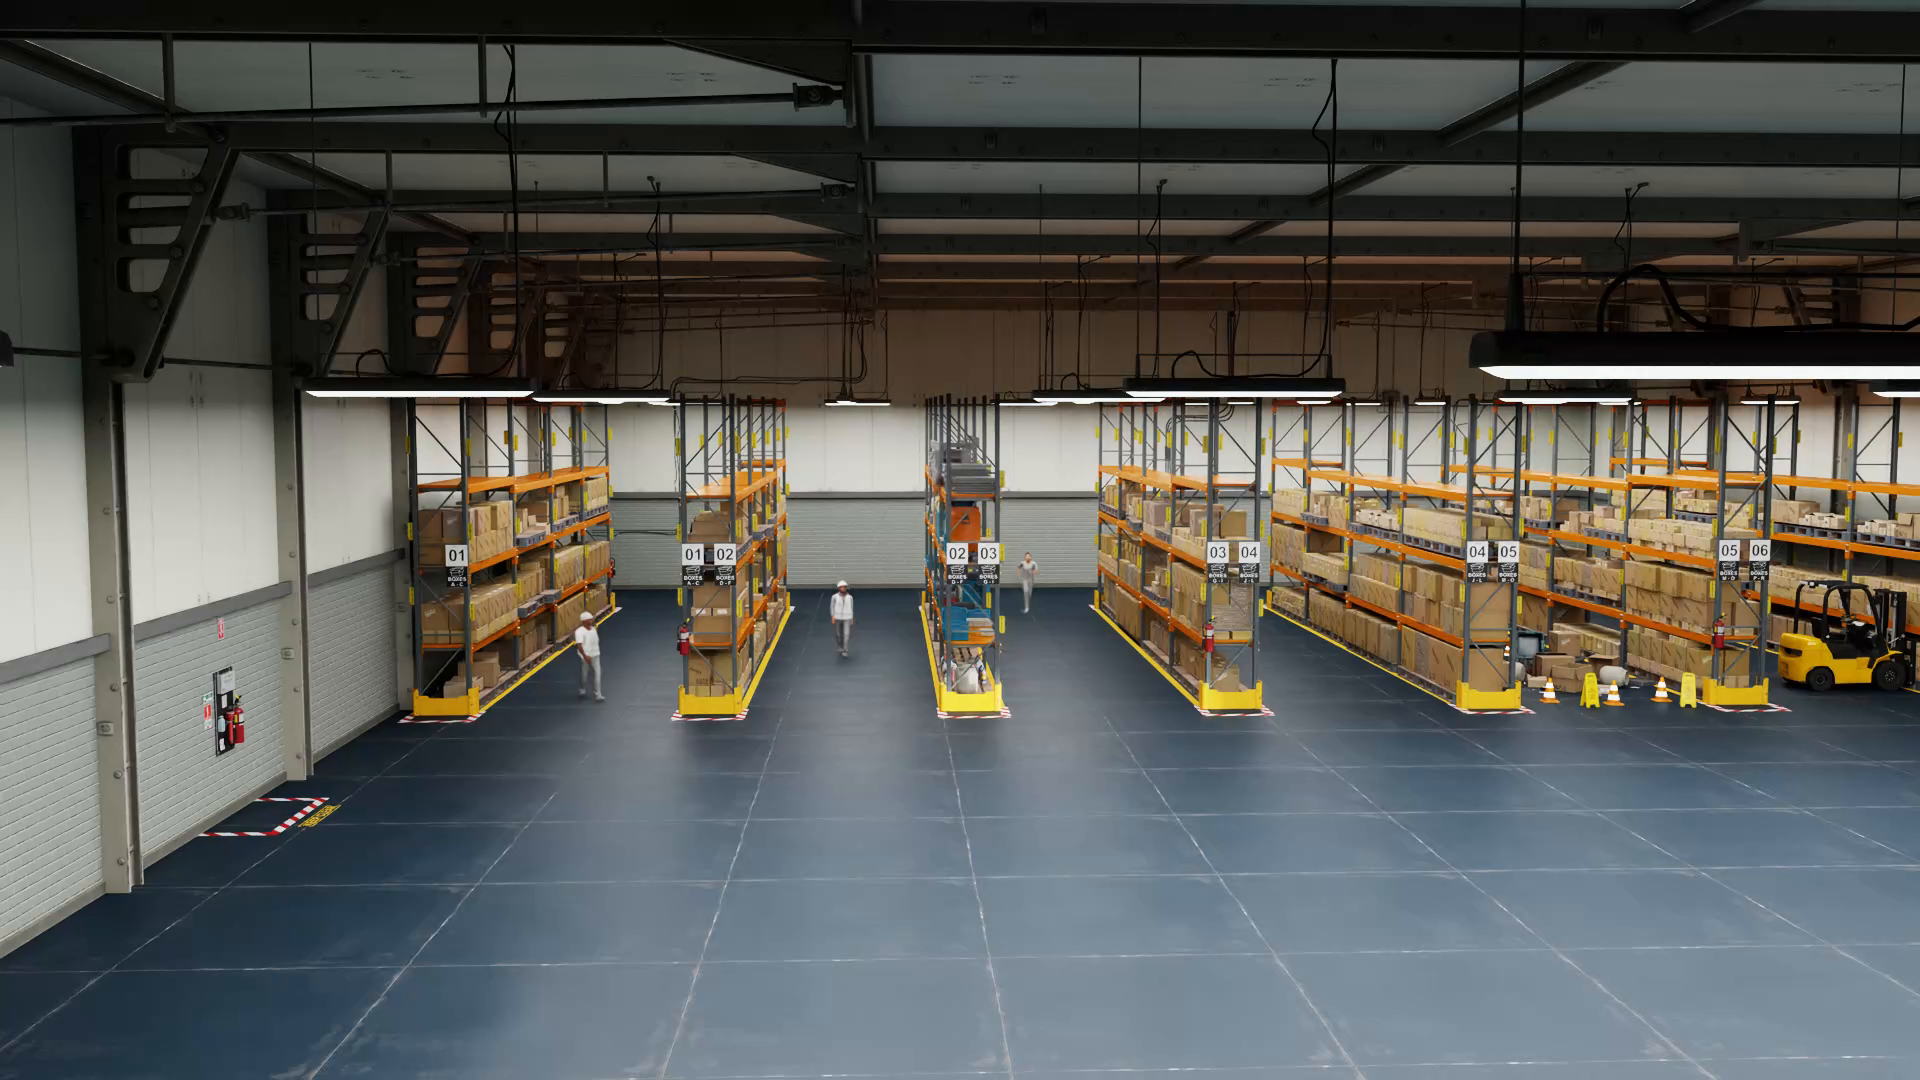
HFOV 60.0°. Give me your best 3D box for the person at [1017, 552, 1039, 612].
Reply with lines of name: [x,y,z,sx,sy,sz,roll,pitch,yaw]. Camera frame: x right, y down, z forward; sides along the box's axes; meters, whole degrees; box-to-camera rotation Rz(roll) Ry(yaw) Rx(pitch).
person: [1.931,1.166,46.827,0.584,1.643,0.997,0,5,-5]

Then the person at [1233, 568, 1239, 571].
person: [7.757,1.163,46.706,0.555,1.716,0.972,0,5,1]

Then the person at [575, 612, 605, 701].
person: [-7.307,2.283,32.670,0.506,1.728,1.009,-2,5,-27]

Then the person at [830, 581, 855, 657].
person: [-2.744,1.816,38.521,0.536,1.717,1.041,1,5,7]
